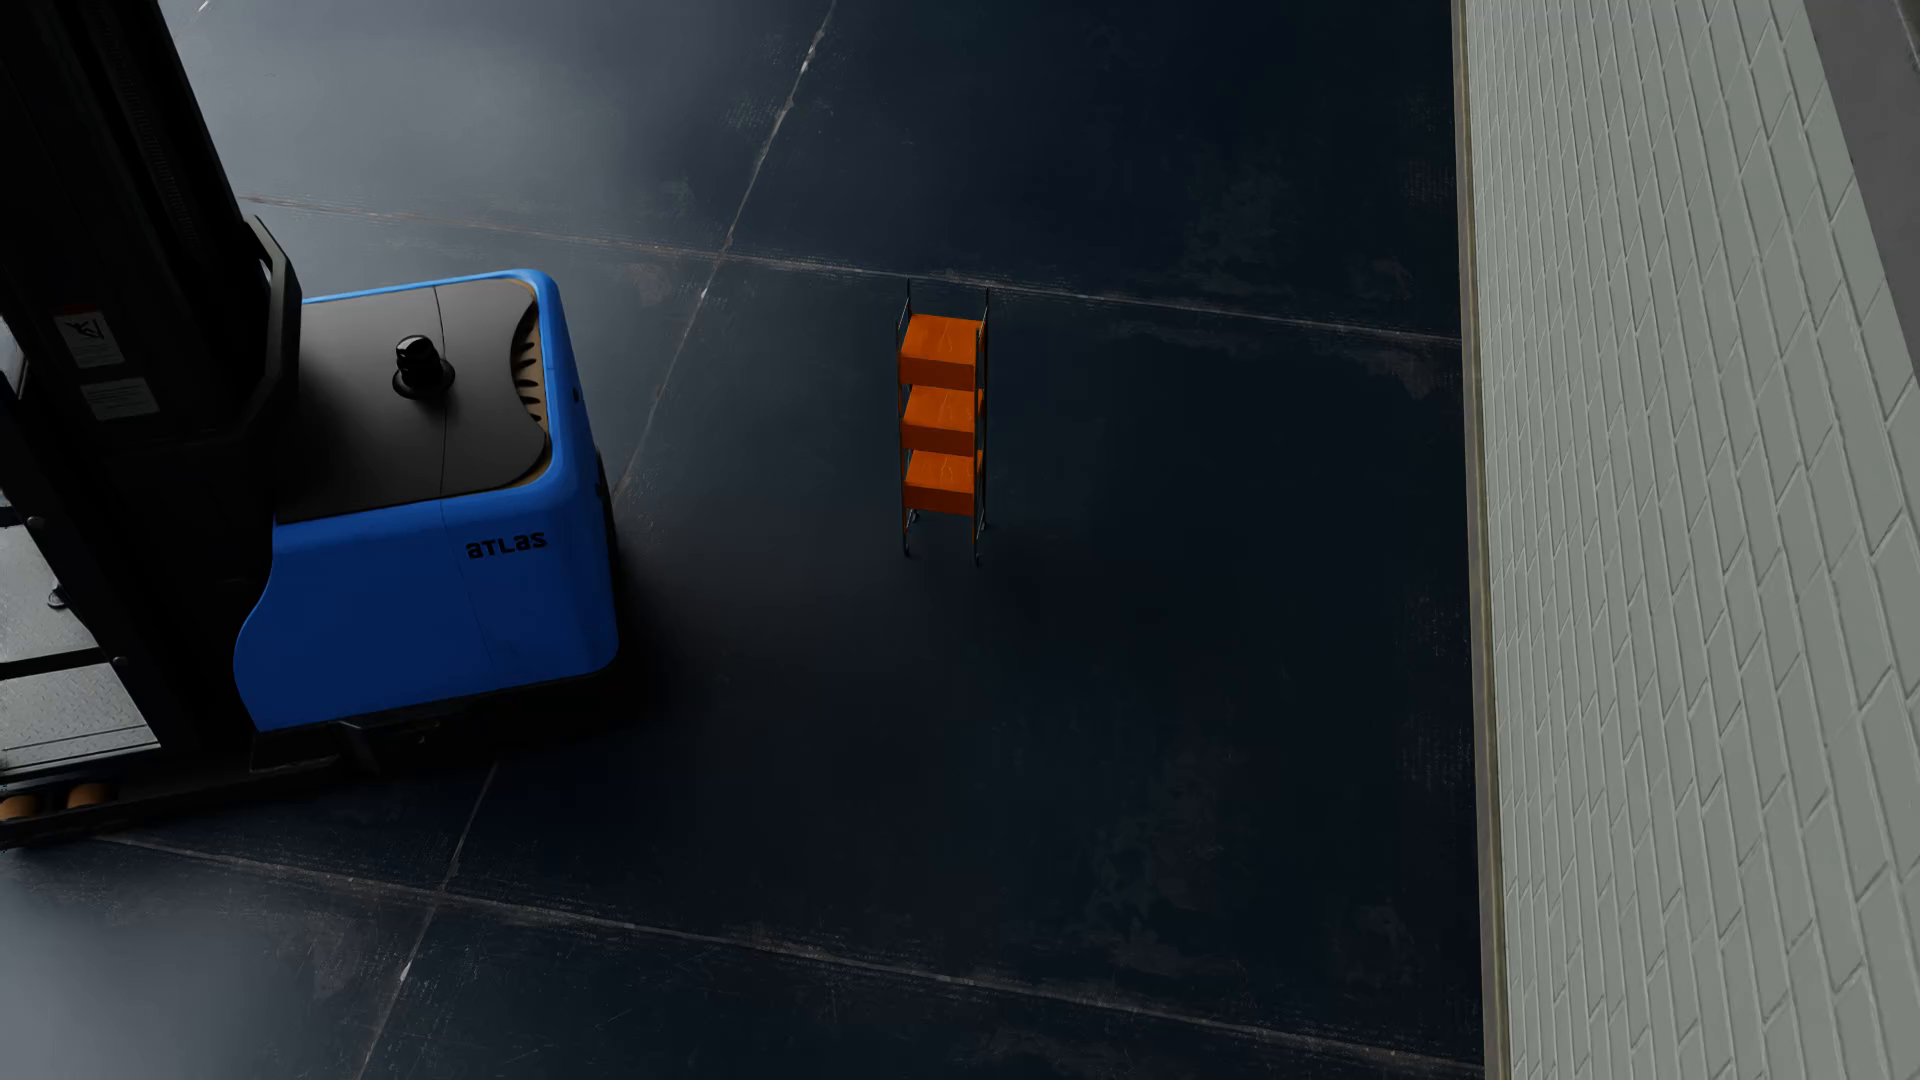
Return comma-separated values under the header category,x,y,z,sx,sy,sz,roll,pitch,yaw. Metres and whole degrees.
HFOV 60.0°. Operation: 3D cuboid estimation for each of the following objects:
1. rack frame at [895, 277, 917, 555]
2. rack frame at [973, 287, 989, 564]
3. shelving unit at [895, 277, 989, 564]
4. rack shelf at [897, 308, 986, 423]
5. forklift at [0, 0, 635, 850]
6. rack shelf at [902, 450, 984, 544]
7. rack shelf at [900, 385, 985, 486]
category,x,y,z,sx,sy,sz,roll,pitch,yaw
rack frame,-0.173,-0.374,5.380,0.008,1.050,0.200,8,49,7
rack frame,0.067,-0.342,5.351,0.008,1.050,0.200,8,49,7
shelving unit,-0.053,-0.358,5.366,0.252,1.050,0.215,8,49,7
rack shelf,-0.053,-0.541,5.163,0.240,0.259,0.215,8,49,7
forklift,-2.592,-0.507,4.235,3.031,2.935,1.130,-10,49,-9
rack shelf,-0.053,-0.165,5.580,0.240,0.259,0.215,8,49,7
rack shelf,-0.053,-0.351,5.374,0.240,0.259,0.215,8,49,7
